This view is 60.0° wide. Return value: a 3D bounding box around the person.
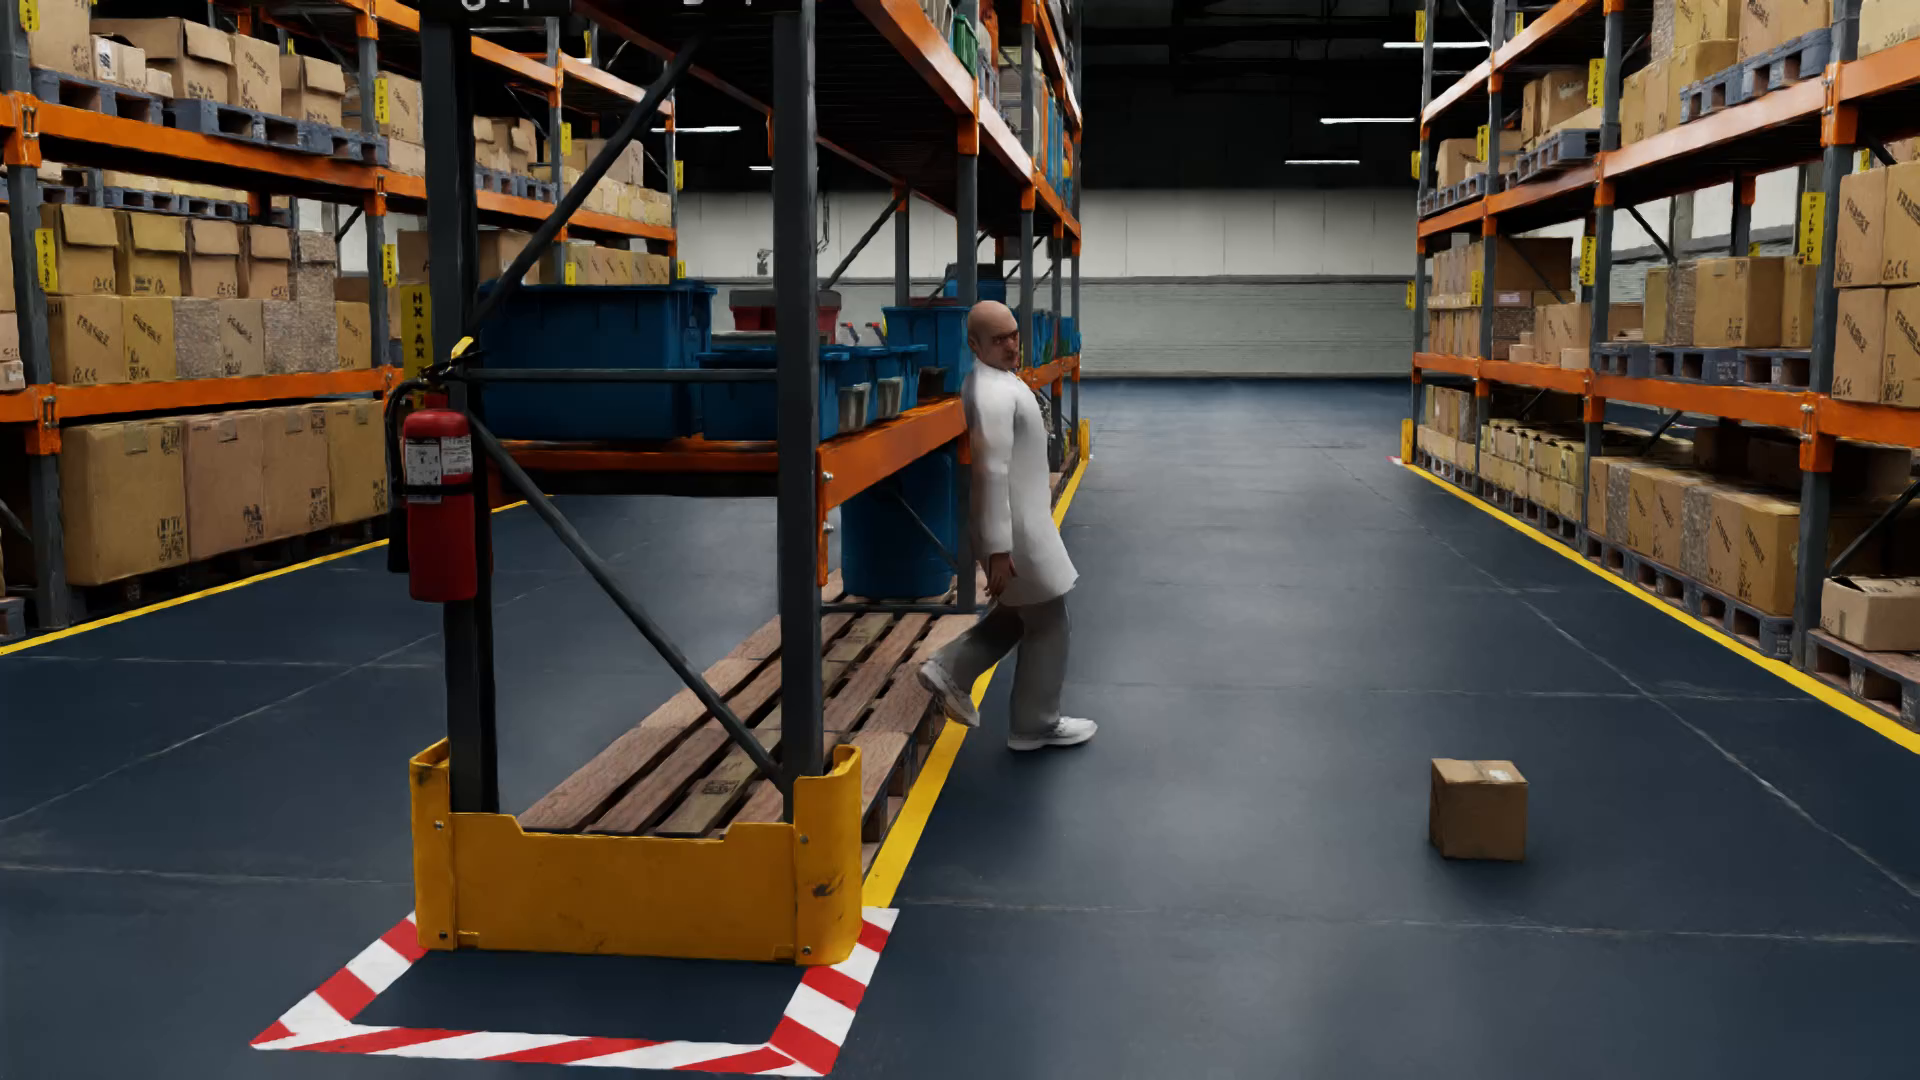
[{"bbox_3d":[0.217,-0.029,6.253,0.715,1.728,0.626,-1,8,-10],"label":"person"}]
